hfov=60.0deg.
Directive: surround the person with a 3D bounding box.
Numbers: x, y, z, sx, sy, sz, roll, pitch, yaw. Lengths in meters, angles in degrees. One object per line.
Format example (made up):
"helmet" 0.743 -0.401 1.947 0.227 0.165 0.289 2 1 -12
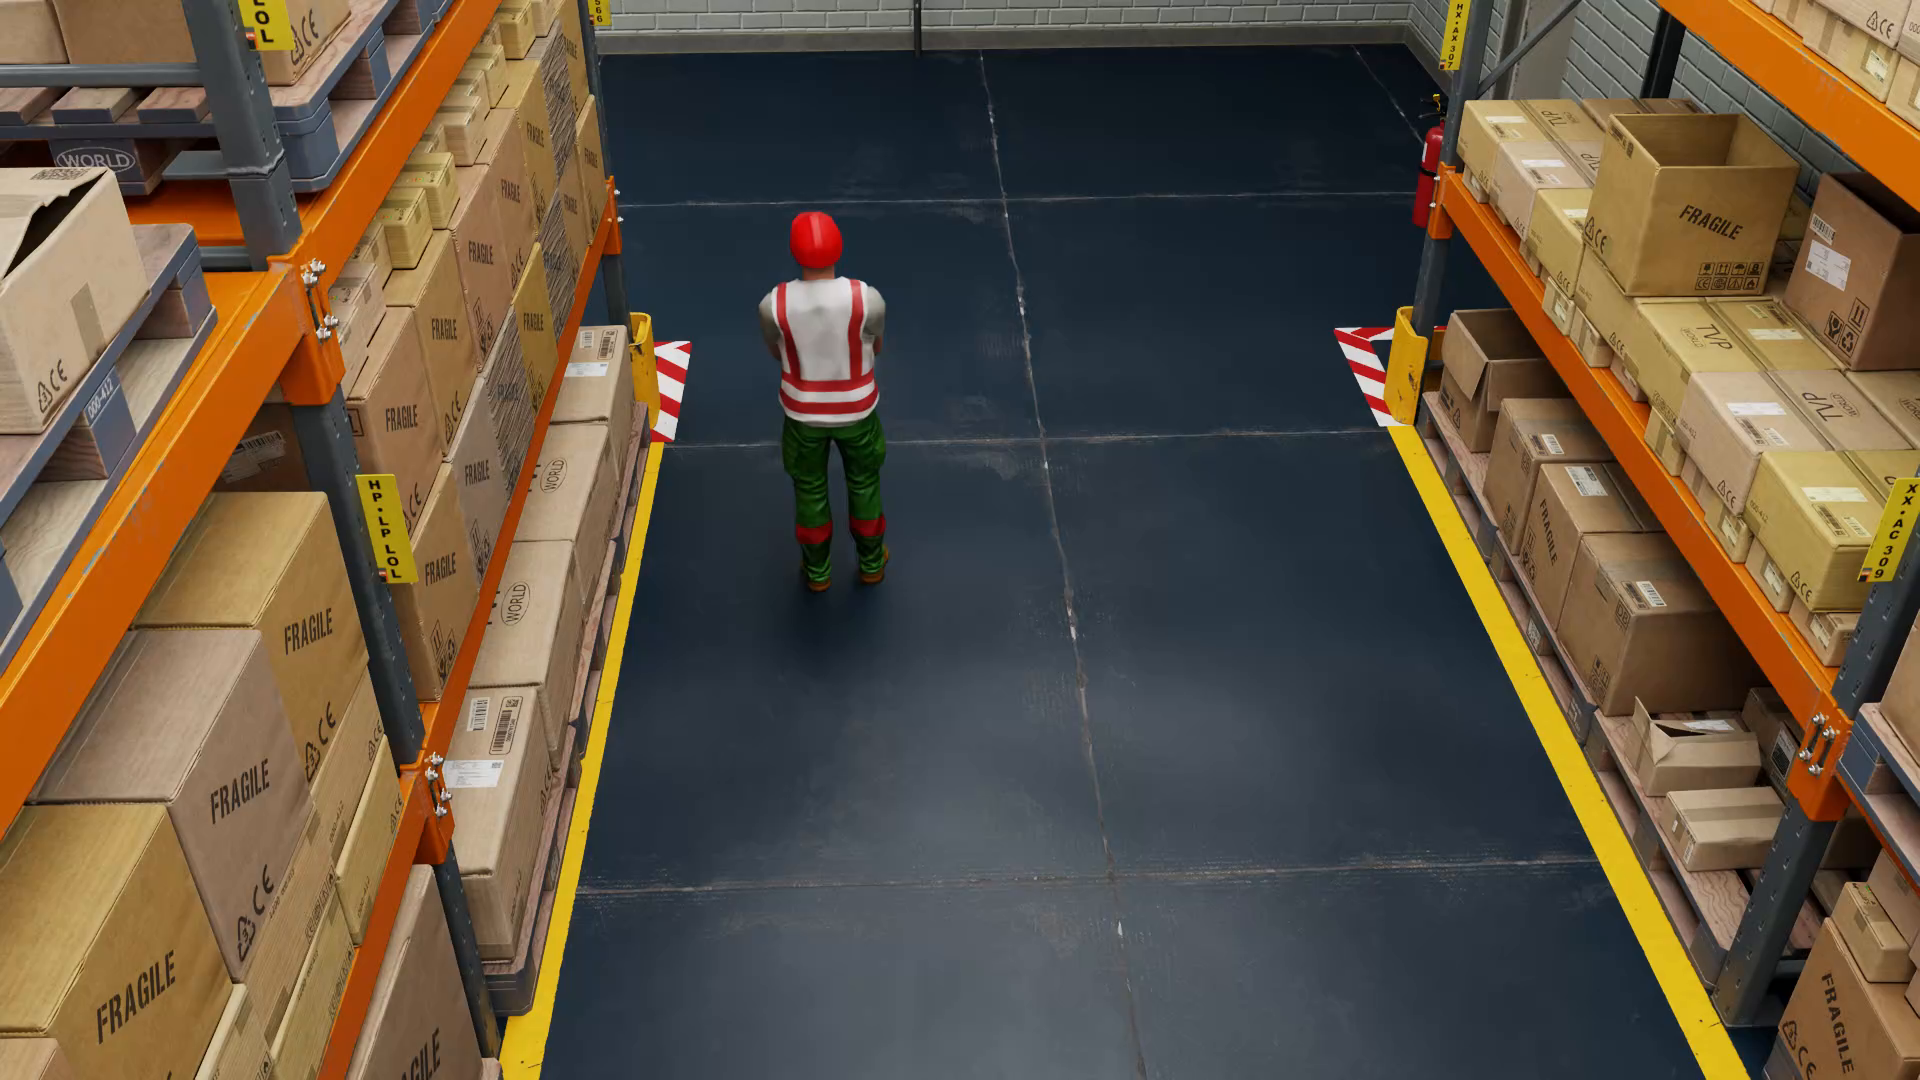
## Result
"person" -0.554 -0.599 6.980 0.508 1.793 0.552 -2 35 -2
